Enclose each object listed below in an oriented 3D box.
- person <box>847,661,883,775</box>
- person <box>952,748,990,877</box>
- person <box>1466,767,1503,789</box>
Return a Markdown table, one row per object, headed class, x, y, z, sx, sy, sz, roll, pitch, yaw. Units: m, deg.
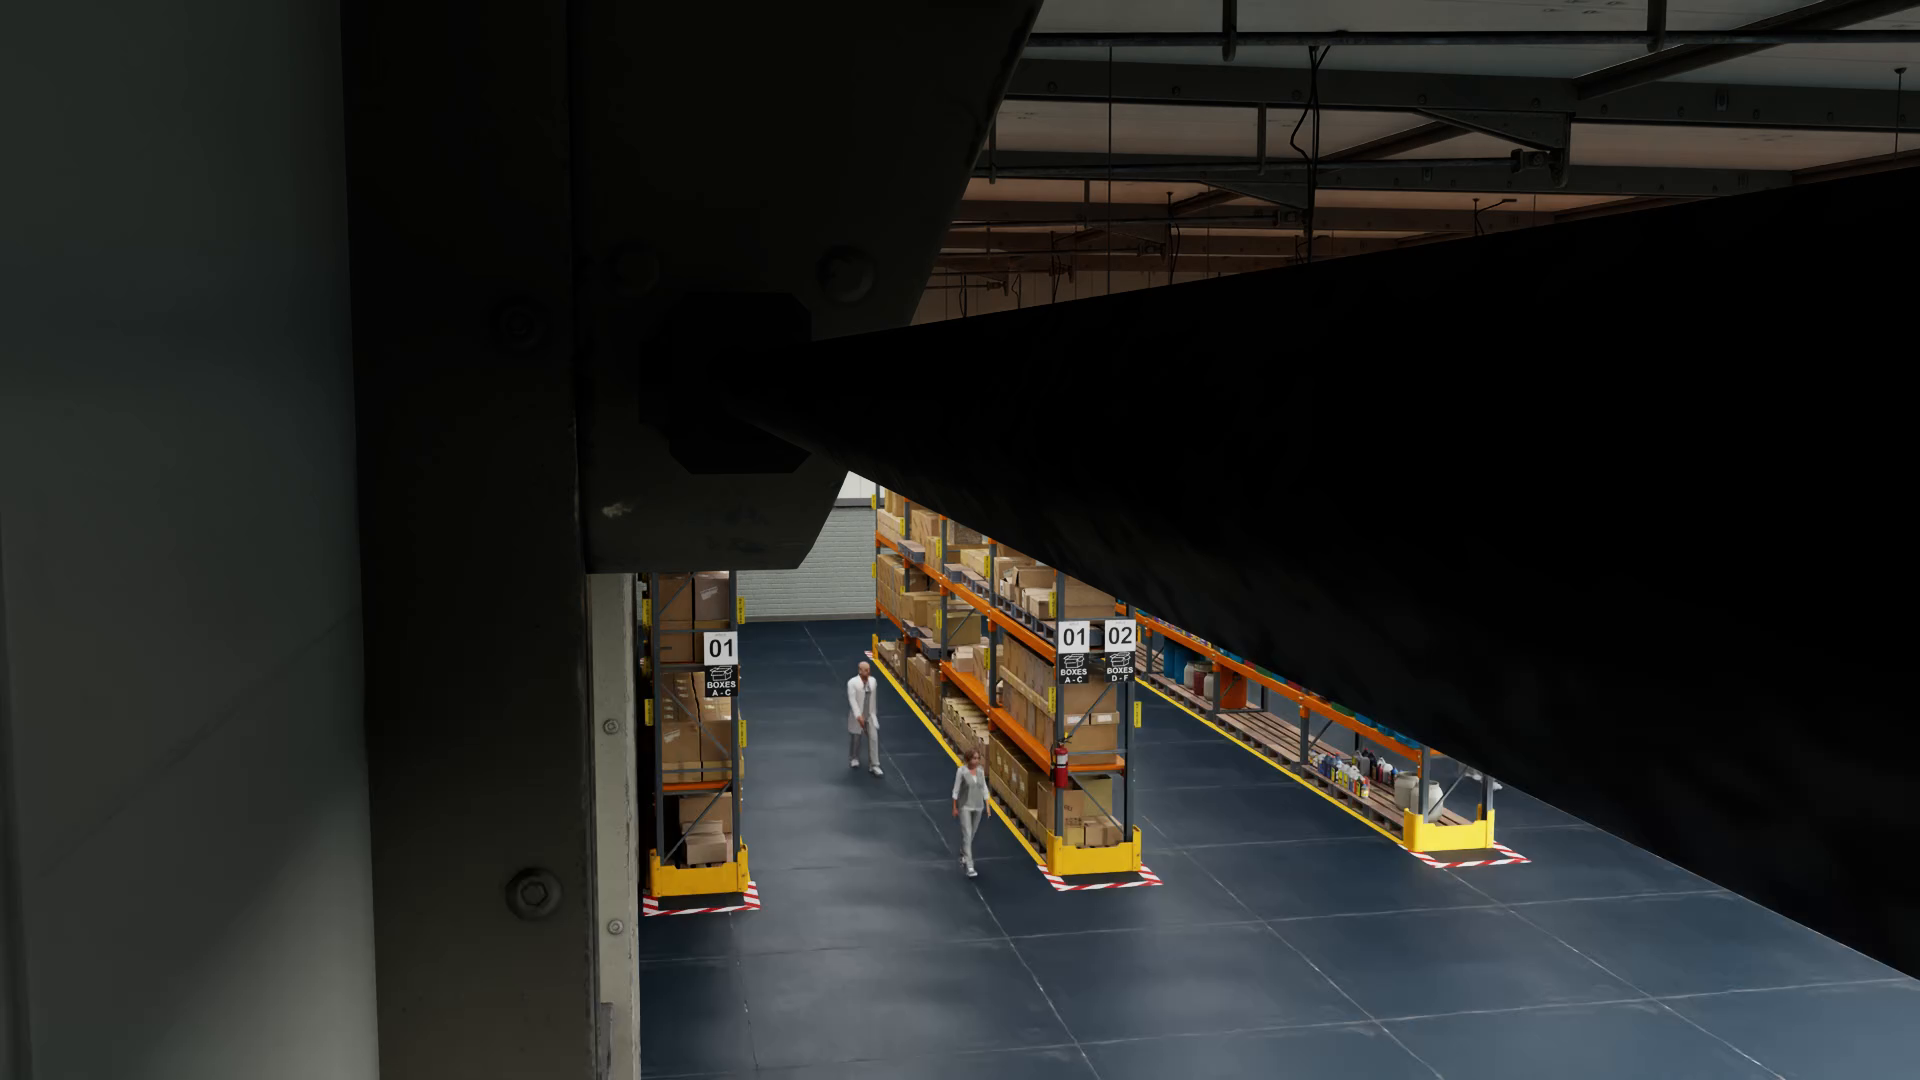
| class | x | y | z | sx | sy | sz | roll | pitch | yaw |
| --- | --- | --- | --- | --- | --- | --- | --- | --- | --- |
| person | -1.493 | 2.771 | 26.157 | 0.564 | 1.725 | 1.063 | -3 | 7 | -27 |
| person | 0.155 | 3.397 | 20.930 | 0.465 | 1.564 | 0.828 | -3 | 7 | -29 |
| person | 7.980 | 2.904 | 25.252 | 0.469 | 1.631 | 0.948 | -2 | 6 | -19 |
